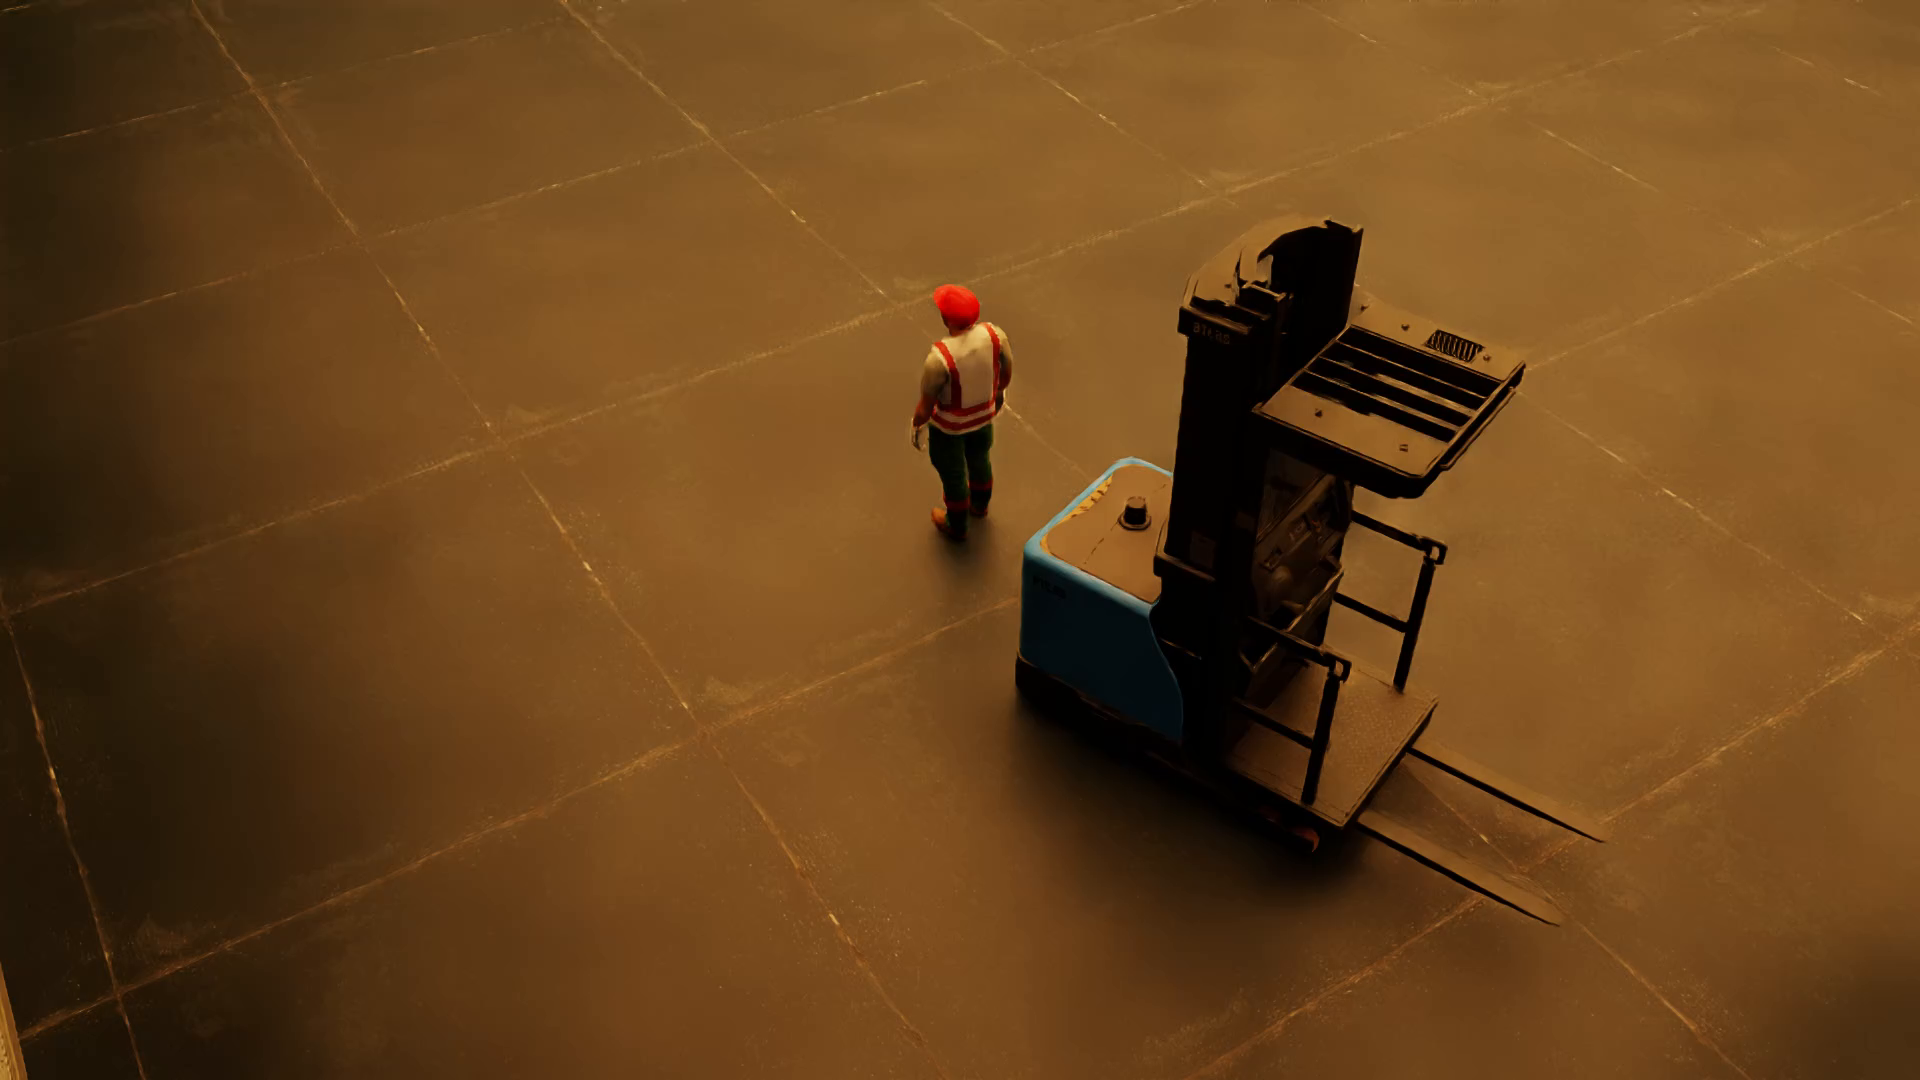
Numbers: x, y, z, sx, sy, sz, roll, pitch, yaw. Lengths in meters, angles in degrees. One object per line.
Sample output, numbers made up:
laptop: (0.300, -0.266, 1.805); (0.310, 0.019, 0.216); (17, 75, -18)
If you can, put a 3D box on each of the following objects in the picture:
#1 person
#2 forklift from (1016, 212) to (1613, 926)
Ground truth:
person: (-0.034, -0.757, 9.534); (0.637, 1.787, 0.563); (-23, 46, -24)
forklift: (1.784, 0.073, 7.788); (3.031, 2.935, 1.130); (27, 48, 27)
